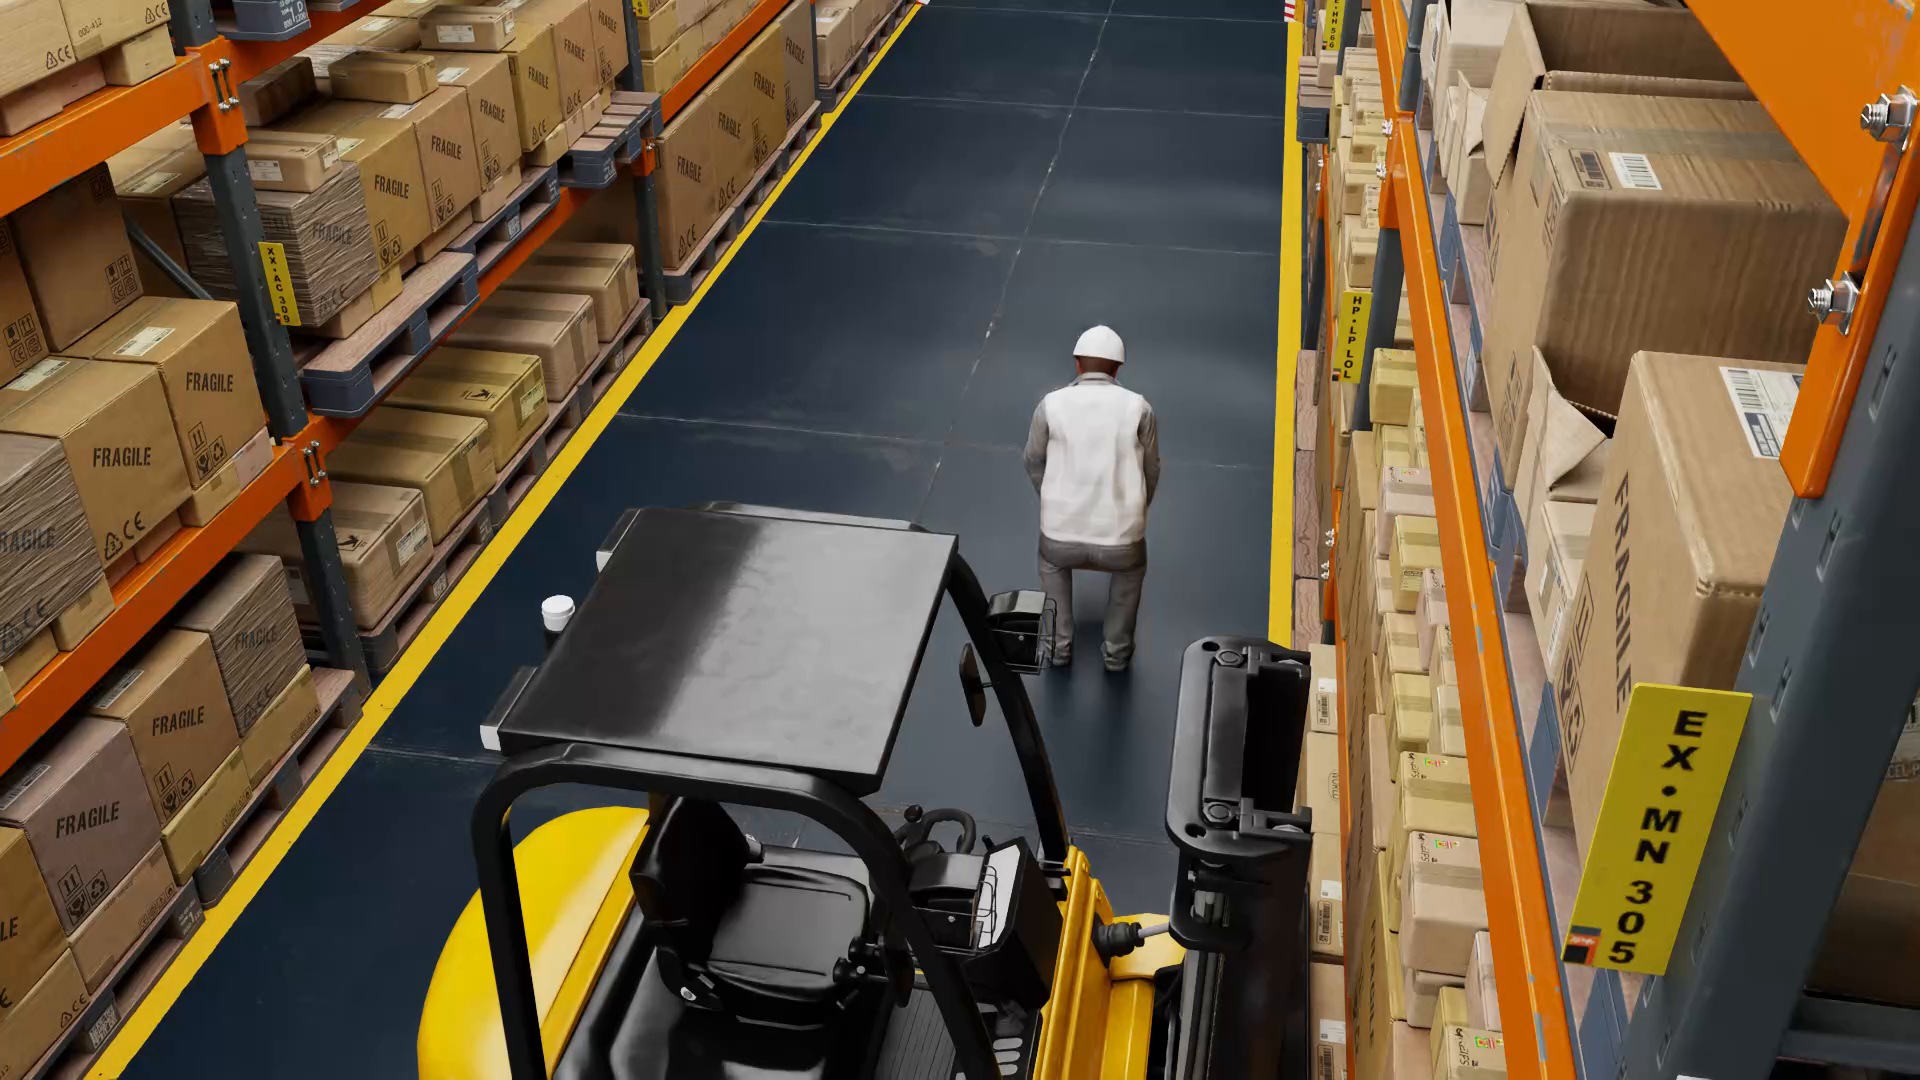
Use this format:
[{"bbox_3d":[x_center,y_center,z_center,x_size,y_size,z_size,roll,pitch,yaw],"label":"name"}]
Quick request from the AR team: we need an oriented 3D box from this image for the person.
[{"bbox_3d":[0.551,-0.145,7.151,0.592,1.450,0.752,5,33,8],"label":"person"}]
